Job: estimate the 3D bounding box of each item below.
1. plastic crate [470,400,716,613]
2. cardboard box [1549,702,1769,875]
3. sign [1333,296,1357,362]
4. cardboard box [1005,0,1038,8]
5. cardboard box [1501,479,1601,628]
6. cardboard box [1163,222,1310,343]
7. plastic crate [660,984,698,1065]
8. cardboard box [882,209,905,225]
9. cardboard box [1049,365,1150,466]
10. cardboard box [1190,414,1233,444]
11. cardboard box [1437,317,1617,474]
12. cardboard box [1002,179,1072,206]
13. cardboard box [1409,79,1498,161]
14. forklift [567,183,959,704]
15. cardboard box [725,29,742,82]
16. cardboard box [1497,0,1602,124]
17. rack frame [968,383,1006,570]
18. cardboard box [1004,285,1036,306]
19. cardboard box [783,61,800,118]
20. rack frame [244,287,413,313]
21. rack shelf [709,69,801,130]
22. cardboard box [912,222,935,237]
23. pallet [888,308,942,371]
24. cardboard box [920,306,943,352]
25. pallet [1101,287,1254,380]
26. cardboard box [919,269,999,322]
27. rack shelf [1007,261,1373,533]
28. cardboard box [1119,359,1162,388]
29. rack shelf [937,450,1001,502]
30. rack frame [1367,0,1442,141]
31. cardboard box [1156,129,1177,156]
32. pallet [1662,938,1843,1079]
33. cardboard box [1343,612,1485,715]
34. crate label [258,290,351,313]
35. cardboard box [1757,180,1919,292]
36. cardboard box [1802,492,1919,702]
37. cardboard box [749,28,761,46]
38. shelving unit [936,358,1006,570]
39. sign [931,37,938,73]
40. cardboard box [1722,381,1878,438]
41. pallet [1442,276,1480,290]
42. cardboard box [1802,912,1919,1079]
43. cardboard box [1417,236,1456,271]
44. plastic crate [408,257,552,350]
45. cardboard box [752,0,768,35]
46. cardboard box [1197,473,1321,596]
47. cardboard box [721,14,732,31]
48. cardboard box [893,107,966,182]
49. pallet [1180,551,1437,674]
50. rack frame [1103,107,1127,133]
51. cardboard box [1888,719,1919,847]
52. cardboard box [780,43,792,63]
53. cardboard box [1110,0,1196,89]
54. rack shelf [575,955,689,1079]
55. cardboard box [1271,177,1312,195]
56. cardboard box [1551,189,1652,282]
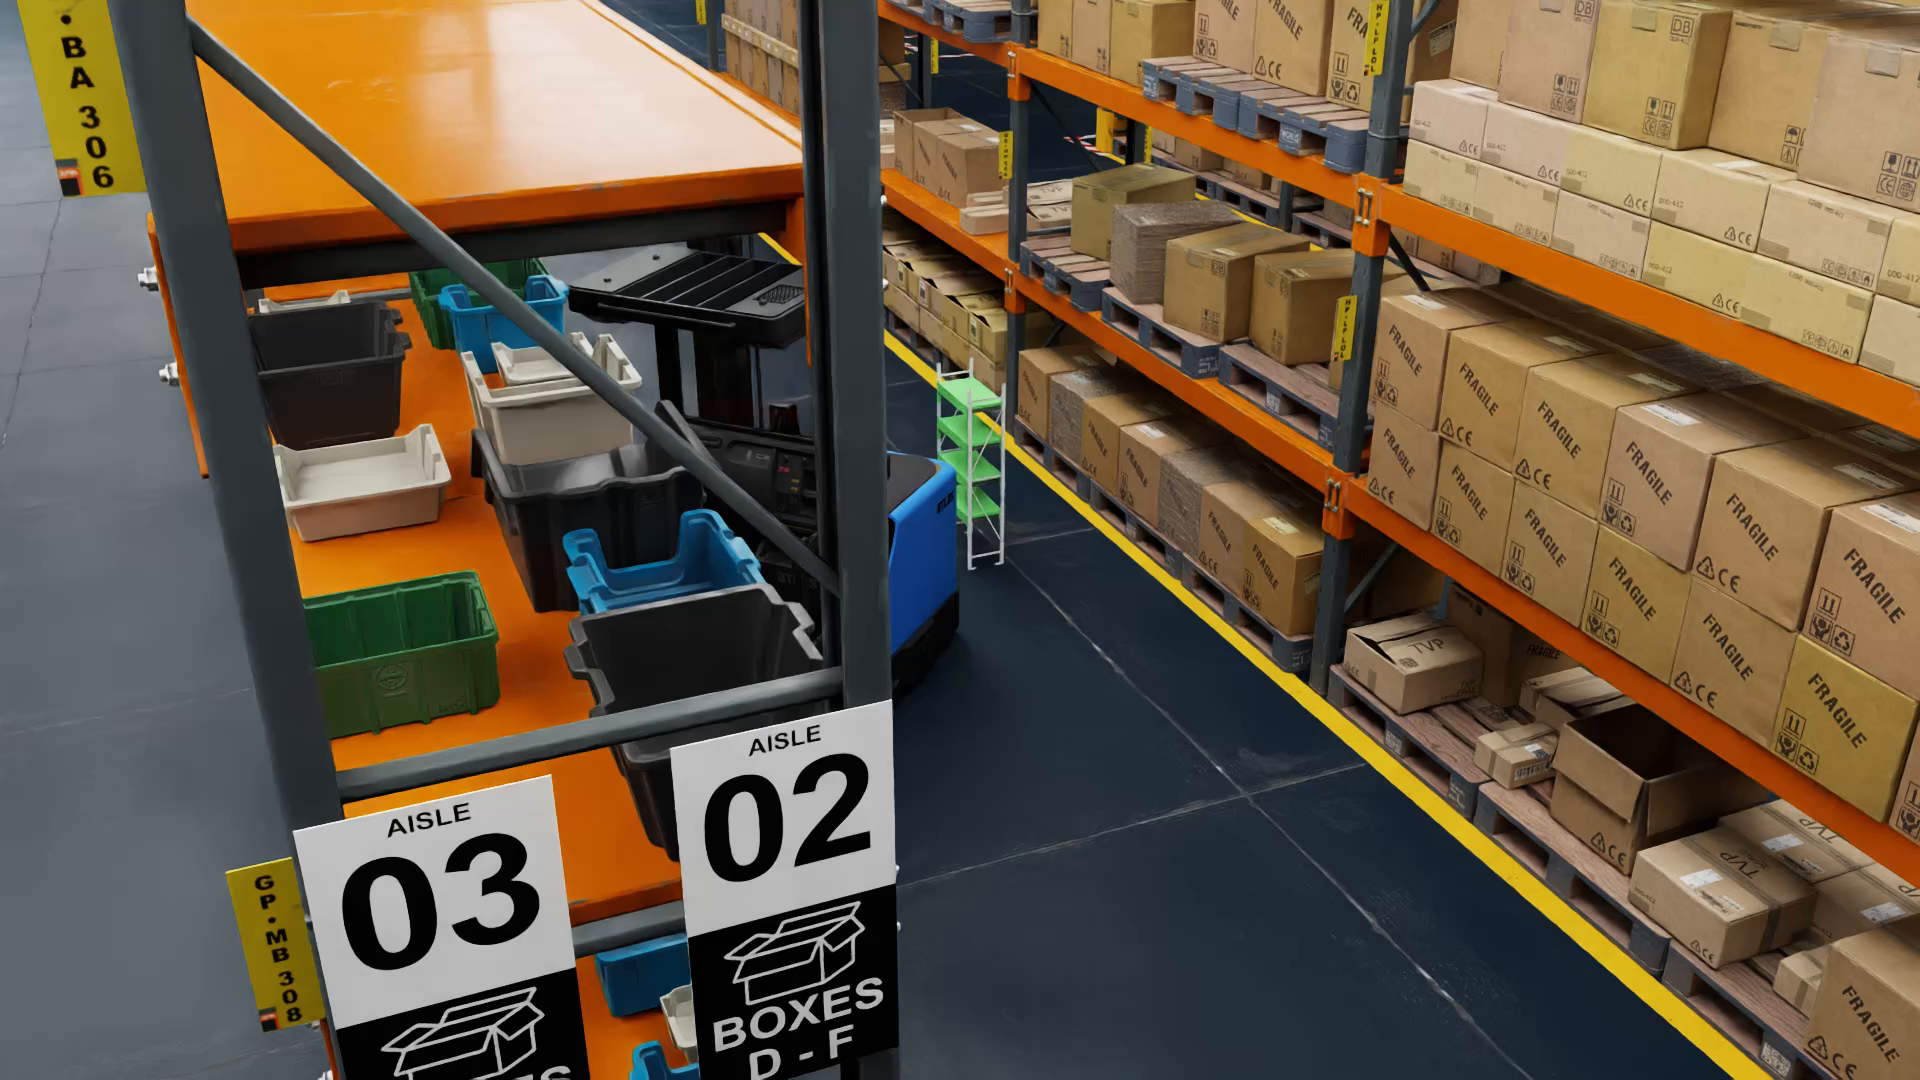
[{"bbox_3d":[-0.947,-0.127,4.244,0.504,0.338,0.767,-11,28,-21],"label":"plastic crate"},{"bbox_3d":[3.132,1.074,7.475,0.797,0.503,0.637,-11,28,-21],"label":"cardboard box"},{"bbox_3d":[1.882,-1.031,8.123,0.100,0.325,0.005,-11,28,-21],"label":"sign"},{"bbox_3d":[0.595,-3.865,11.521,0.500,0.250,0.500,-13,29,-24],"label":"cardboard box"},{"bbox_3d":[2.737,0.009,7.200,0.500,0.500,0.500,-11,28,-21],"label":"cardboard box"},{"bbox_3d":[1.642,-1.544,9.901,0.700,0.500,0.500,-19,32,-33],"label":"cardboard box"},{"bbox_3d":[-0.711,1.375,4.748,0.250,0.136,0.298,-11,28,-21],"label":"plastic crate"},{"bbox_3d":[-0.809,-2.833,15.149,0.500,0.311,0.500,-10,28,-20],"label":"cardboard box"},{"bbox_3d":[0.950,-0.854,11.427,0.500,0.500,0.500,-12,28,-22],"label":"cardboard box"},{"bbox_3d":[1.820,-0.540,10.784,0.500,0.500,0.500,-12,28,-23],"label":"cardboard box"},{"bbox_3d":[2.519,-0.655,7.419,0.500,0.500,0.500,-11,28,-22],"label":"cardboard box"},{"bbox_3d":[0.653,-2.577,12.710,0.500,0.311,0.500,-11,28,-21],"label":"cardboard box"},{"bbox_3d":[2.353,-1.874,7.351,0.500,0.250,0.500,-11,28,-21],"label":"cardboard box"},{"bbox_3d":[-1.076,-0.281,7.985,1.130,2.935,3.031,11,28,22],"label":"forklift"},{"bbox_3d":[-2.137,-5.306,18.085,0.700,0.500,0.500,-11,28,-21],"label":"cardboard box"},{"bbox_3d":[2.682,-2.034,6.824,0.700,0.500,0.500,-11,28,-21],"label":"cardboard box"},{"bbox_3d":[0.160,-0.374,10.148,0.240,1.200,0.015,-11,28,-21],"label":"rack frame"},{"bbox_3d":[0.676,-1.900,13.239,0.500,0.311,0.500,-11,28,-22],"label":"cardboard box"},{"bbox_3d":[-1.327,-4.475,16.383,0.700,0.500,0.500,-10,28,-20],"label":"cardboard box"},{"bbox_3d":[-2.168,0.242,6.836,1.000,3.000,0.127,-11,28,-21],"label":"rack frame"},{"bbox_3d":[-1.525,-4.321,17.002,1.077,0.370,4.000,-11,28,-21],"label":"rack shelf"},{"bbox_3d":[-0.110,-2.719,14.916,0.500,0.311,0.500,-10,28,-19],"label":"cardboard box"},{"bbox_3d":[0.064,-1.800,14.196,1.003,0.211,1.213,-11,28,-21],"label":"pallet"},{"bbox_3d":[-0.005,-1.757,13.585,0.500,0.250,0.500,-10,28,-19],"label":"cardboard box"},{"bbox_3d":[1.590,-1.352,10.319,1.003,0.211,1.213,-11,28,-21],"label":"pallet"},{"bbox_3d":[-0.012,-2.010,13.463,0.500,0.311,0.500,-11,28,-21],"label":"cardboard box"},{"bbox_3d":[1.608,-1.092,10.387,1.077,0.370,4.000,-11,28,-21],"label":"rack shelf"},{"bbox_3d":[1.433,-1.275,11.435,0.500,0.250,0.500,-9,28,-19],"label":"cardboard box"},{"bbox_3d":[0.065,-0.415,10.378,0.258,0.148,0.480,-11,28,-21],"label":"rack shelf"},{"bbox_3d":[2.391,-3.303,7.259,1.000,3.000,0.127,-11,28,-21],"label":"rack frame"},{"bbox_3d":[2.660,-4.769,19.662,0.500,0.311,0.500,-8,27,-16],"label":"cardboard box"},{"bbox_3d":[3.615,1.908,6.602,1.003,0.211,1.213,-11,28,-21],"label":"pallet"},{"bbox_3d":[2.356,0.610,8.646,0.500,0.311,0.500,-11,28,-21],"label":"cardboard box"},{"bbox_3d":[-2.242,-0.740,5.729,0.293,0.136,0.466,-11,28,-21],"label":"crate label"},{"bbox_3d":[3.133,-1.066,5.696,0.500,0.250,0.500,-11,28,-21],"label":"cardboard box"},{"bbox_3d":[3.332,0.177,5.716,0.500,0.500,0.500,-10,28,-19],"label":"cardboard box"},{"bbox_3d":[-1.947,-5.177,17.080,0.380,0.149,0.250,-12,28,-22],"label":"cardboard box"},{"bbox_3d":[0.065,-0.472,10.350,0.258,1.200,0.503,-11,28,-21],"label":"shelving unit"},{"bbox_3d":[-0.246,-4.419,15.153,0.100,0.325,0.005,-11,28,-21],"label":"sign"},{"bbox_3d":[3.423,-0.329,6.751,0.500,0.500,0.500,-11,28,-21],"label":"cardboard box"},{"bbox_3d":[5.076,-2.138,14.888,1.003,0.211,1.213,-11,28,-21],"label":"pallet"},{"bbox_3d":[3.518,1.756,6.083,0.500,0.500,0.500,-11,28,-21],"label":"cardboard box"},{"bbox_3d":[4.736,-2.855,15.526,0.700,0.500,0.500,-11,28,-21],"label":"cardboard box"},{"bbox_3d":[-1.724,-0.892,5.980,0.450,0.188,0.662,-11,28,-21],"label":"plastic crate"},{"bbox_3d":[-1.708,-5.453,16.907,0.700,0.500,0.500,-10,28,-20],"label":"cardboard box"},{"bbox_3d":[1.748,-0.033,9.746,0.500,0.500,0.500,-10,28,-20],"label":"cardboard box"},{"bbox_3d":[-2.353,-5.593,17.933,0.380,0.149,0.250,-11,28,-21],"label":"cardboard box"},{"bbox_3d":[-0.250,-3.357,14.092,0.500,0.500,0.500,-9,27,-17],"label":"cardboard box"},{"bbox_3d":[2.038,0.324,9.847,1.003,0.211,1.213,-11,28,-21],"label":"pallet"},{"bbox_3d":[2.248,-6.305,20.244,1.000,3.000,0.127,-11,28,-21],"label":"rack frame"},{"bbox_3d":[3.532,0.828,5.521,0.500,0.500,0.500,-10,28,-19],"label":"cardboard box"},{"bbox_3d":[-1.541,-4.759,16.226,0.380,0.149,0.250,-10,28,-19],"label":"cardboard box"},{"bbox_3d":[1.430,-3.029,10.002,0.910,0.500,0.500,-11,28,-21],"label":"cardboard box"},{"bbox_3d":[-1.385,1.373,5.340,1.077,0.370,4.000,-11,28,-21],"label":"rack shelf"},{"bbox_3d":[3.578,-3.825,17.894,0.380,0.166,0.250,-15,30,-27],"label":"cardboard box"},{"bbox_3d":[2.740,-1.245,6.632,0.500,0.250,0.500,-11,28,-21],"label":"cardboard box"}]
